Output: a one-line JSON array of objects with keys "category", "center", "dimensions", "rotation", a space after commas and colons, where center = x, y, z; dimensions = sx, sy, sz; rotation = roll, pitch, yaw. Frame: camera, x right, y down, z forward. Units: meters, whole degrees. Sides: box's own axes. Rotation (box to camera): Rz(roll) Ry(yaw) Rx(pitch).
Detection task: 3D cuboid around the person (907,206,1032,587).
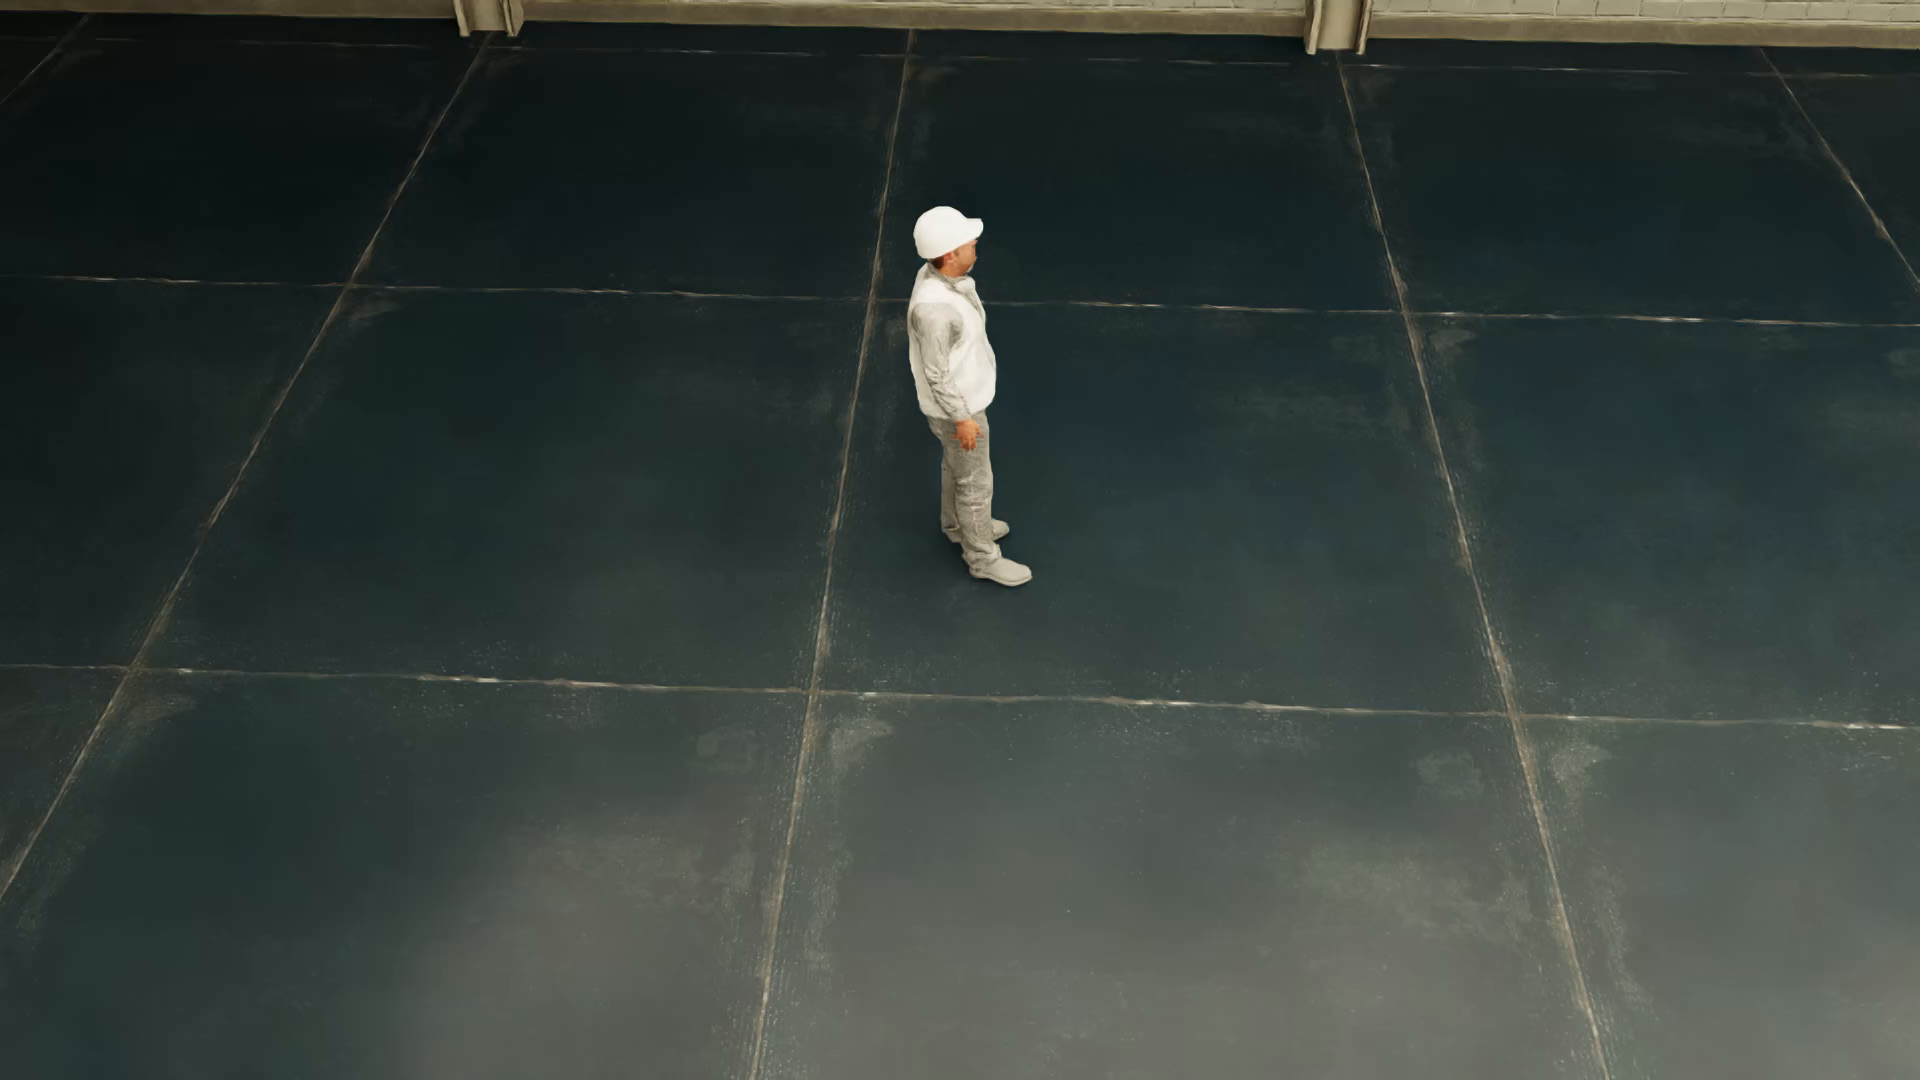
[{"category": "person", "center": [0.062, -0.653, 7.305], "dimensions": [0.567, 1.773, 0.632], "rotation": [2, 42, 2]}]
